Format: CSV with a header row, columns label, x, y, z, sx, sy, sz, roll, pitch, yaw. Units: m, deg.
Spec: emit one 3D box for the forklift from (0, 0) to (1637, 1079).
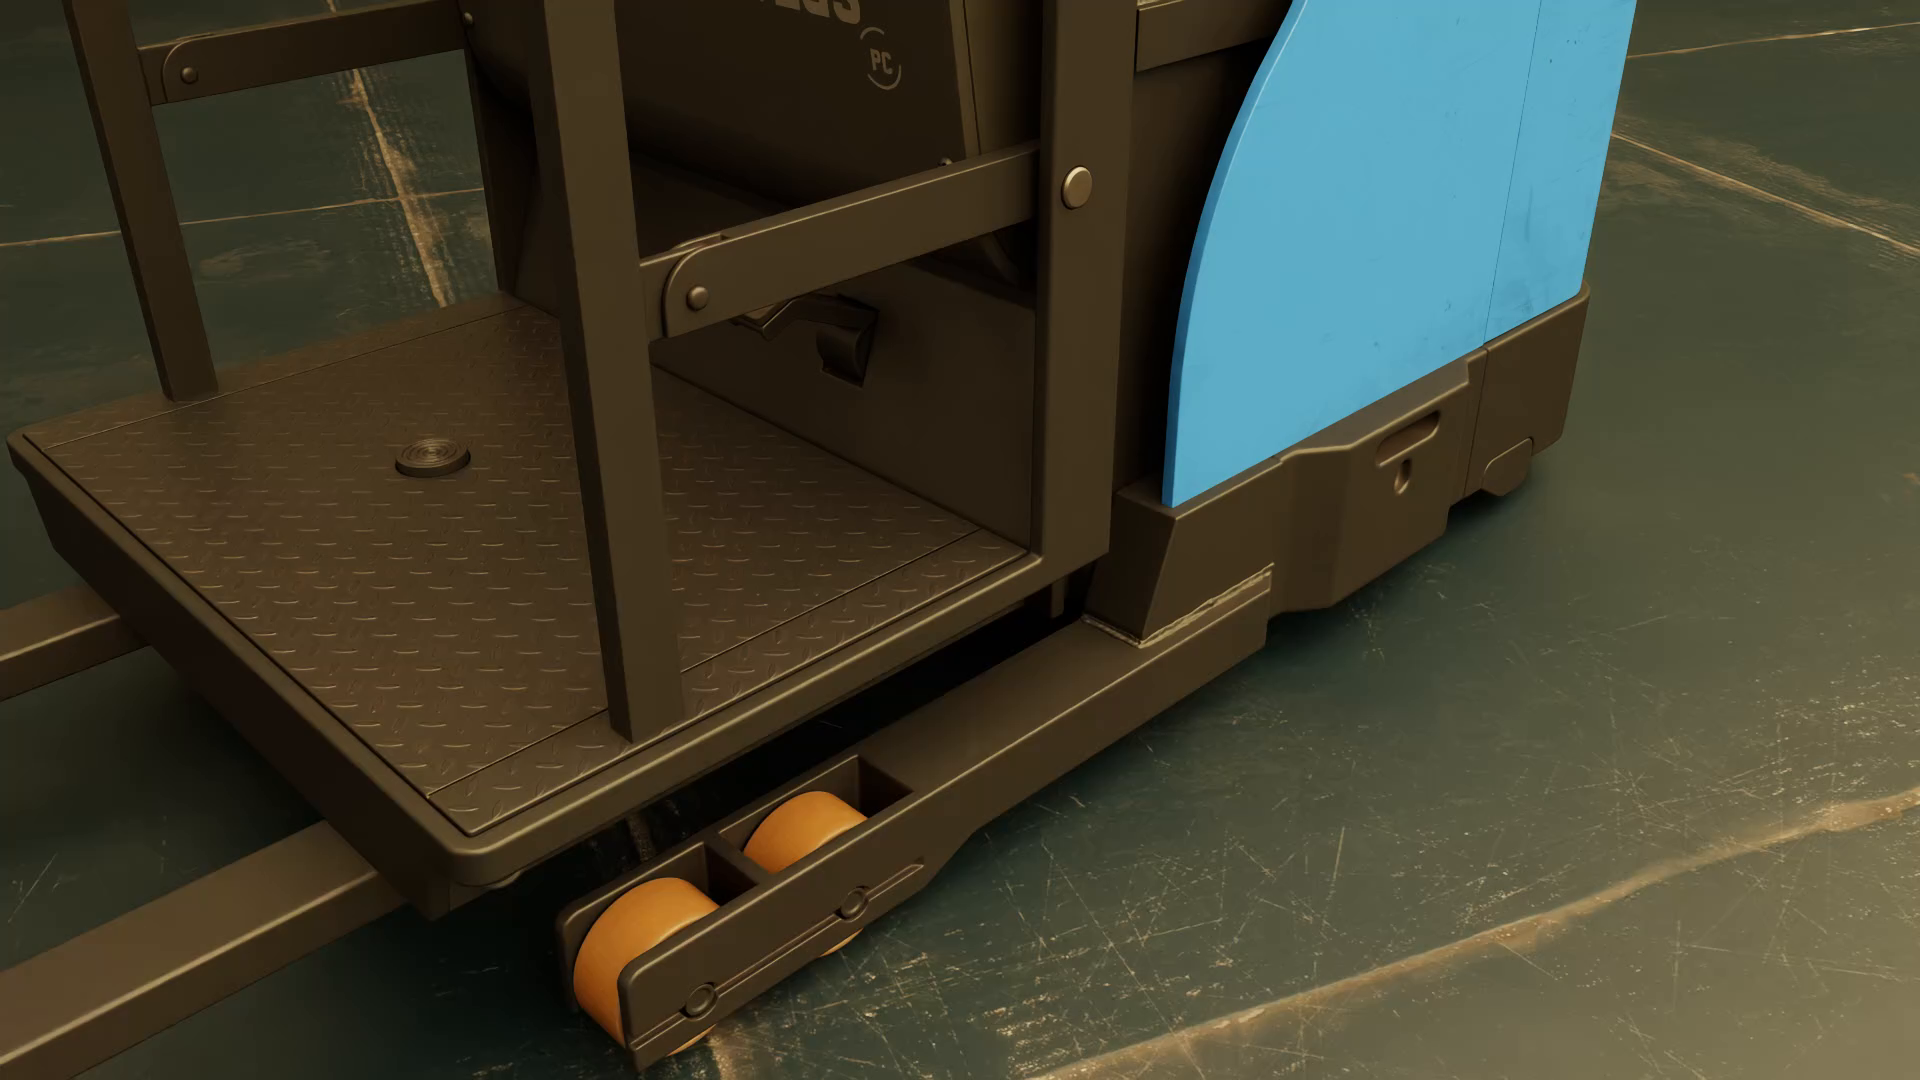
label,x,y,z,sx,sy,sz,roll,pitch,yaw
forklift,-0.435,-1.063,1.405,3.031,2.935,1.130,-26,39,-37
